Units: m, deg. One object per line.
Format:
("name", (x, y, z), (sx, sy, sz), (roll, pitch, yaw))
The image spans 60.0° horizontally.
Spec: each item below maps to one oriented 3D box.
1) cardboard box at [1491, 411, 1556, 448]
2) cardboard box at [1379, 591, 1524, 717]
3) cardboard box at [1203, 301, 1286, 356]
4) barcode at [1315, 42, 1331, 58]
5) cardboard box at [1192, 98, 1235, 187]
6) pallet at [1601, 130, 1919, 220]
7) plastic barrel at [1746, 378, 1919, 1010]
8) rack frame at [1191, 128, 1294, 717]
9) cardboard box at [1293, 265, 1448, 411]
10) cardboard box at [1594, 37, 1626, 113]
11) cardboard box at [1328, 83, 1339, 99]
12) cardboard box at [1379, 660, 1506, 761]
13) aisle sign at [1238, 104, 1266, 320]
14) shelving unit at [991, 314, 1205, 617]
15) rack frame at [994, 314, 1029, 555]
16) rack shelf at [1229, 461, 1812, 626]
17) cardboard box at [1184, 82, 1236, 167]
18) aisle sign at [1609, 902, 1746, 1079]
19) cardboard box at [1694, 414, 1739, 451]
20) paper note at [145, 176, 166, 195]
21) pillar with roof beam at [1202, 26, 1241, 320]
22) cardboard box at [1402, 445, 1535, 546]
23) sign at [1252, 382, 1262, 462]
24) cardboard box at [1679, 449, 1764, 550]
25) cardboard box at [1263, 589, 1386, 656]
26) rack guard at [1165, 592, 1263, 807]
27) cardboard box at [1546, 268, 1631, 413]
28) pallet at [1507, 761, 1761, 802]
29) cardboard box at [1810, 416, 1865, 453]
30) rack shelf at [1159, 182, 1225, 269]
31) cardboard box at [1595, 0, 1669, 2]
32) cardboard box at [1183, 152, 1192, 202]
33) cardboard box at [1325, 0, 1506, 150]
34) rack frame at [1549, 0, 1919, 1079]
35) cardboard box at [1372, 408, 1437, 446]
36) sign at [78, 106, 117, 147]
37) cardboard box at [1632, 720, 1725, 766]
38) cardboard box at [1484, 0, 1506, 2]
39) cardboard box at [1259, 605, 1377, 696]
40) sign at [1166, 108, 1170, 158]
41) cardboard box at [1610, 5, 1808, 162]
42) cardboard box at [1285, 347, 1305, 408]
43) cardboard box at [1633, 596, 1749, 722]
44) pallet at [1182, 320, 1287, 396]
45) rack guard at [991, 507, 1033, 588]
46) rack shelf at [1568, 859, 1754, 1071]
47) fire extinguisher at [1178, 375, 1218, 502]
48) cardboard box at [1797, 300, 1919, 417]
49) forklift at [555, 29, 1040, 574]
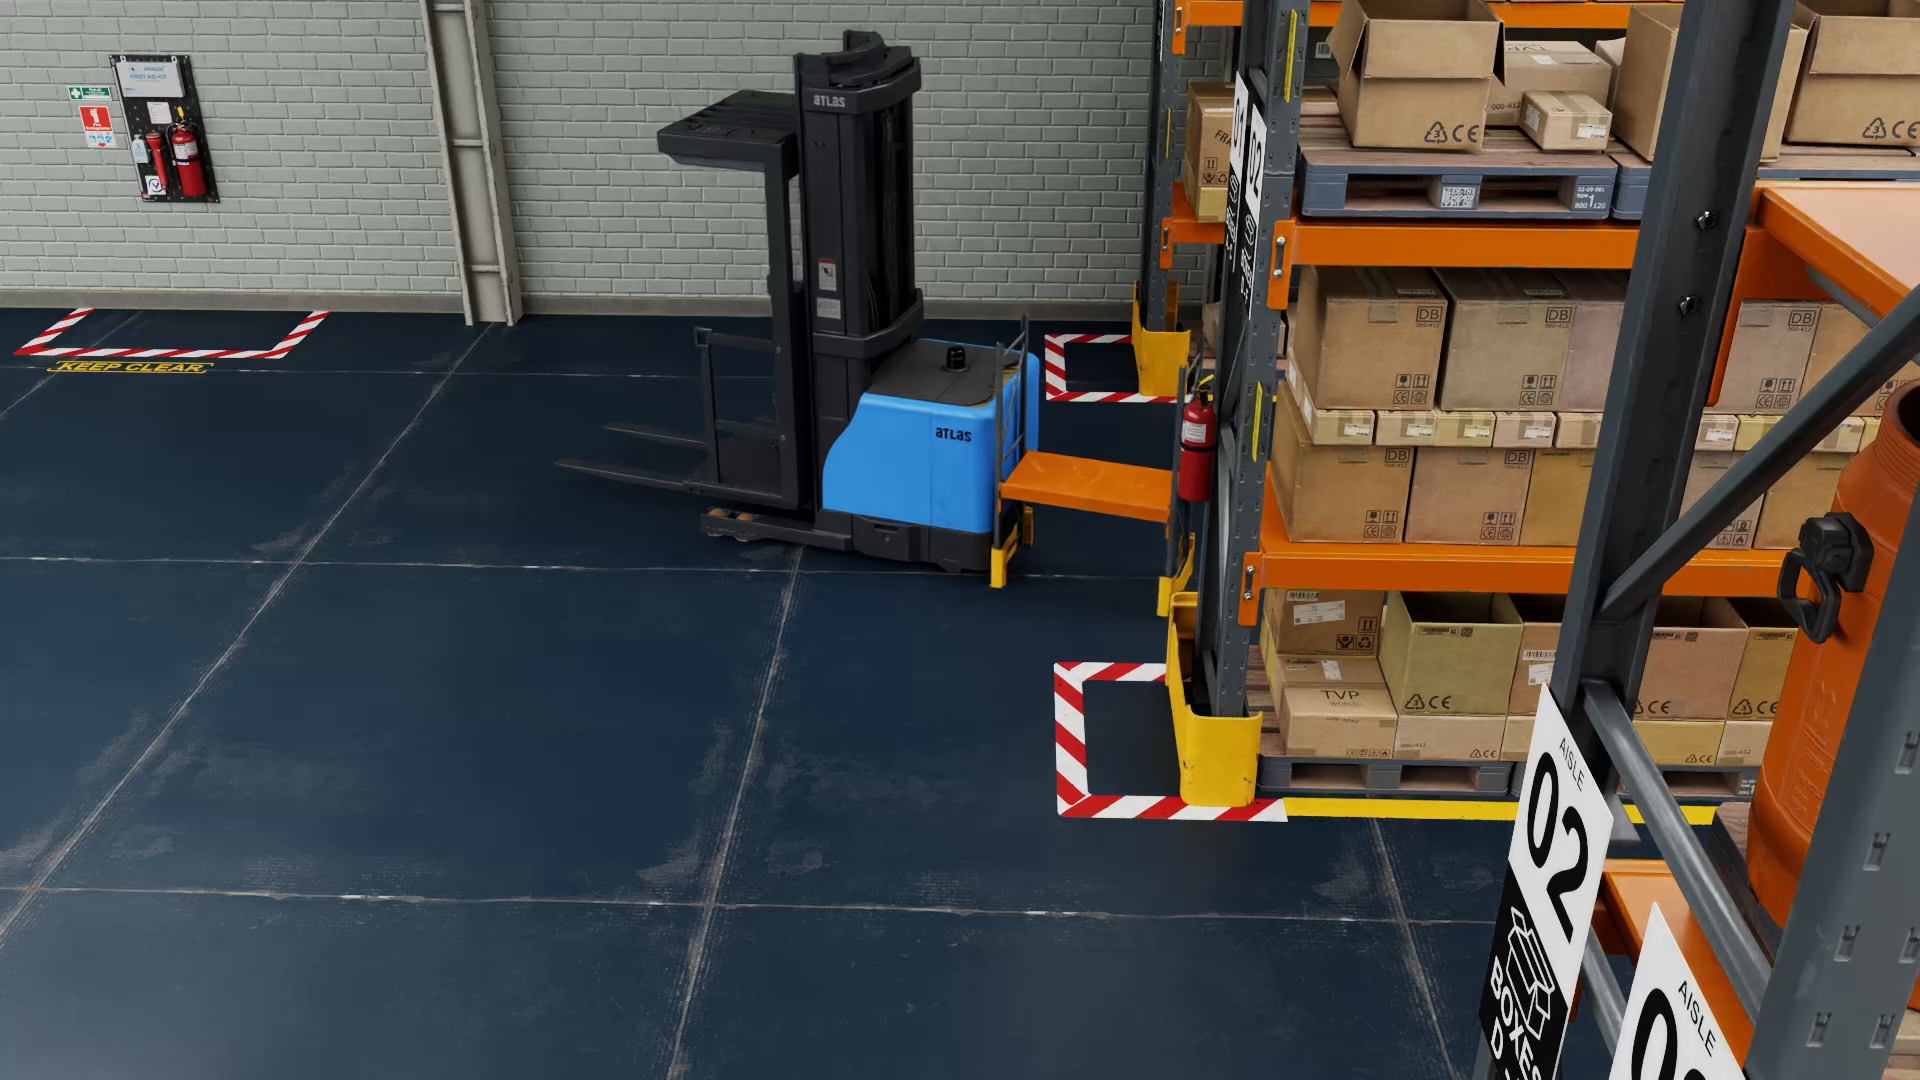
("cardboard box", (2.420, -0.547, 7.279), (0.250, 0.149, 0.380), (1, 28, 1))
("cardboard box", (2.298, 0.482, 7.825), (0.500, 0.500, 0.500), (1, 28, 2))
("cardboard box", (2.129, -1.608, 12.481), (0.500, 0.311, 0.500), (-2, 28, -4))
("barcode", (1.588, -2.139, 7.260), (0.075, 0.075, 0.001), (1, 28, 2))
("cardboard box", (1.907, -2.780, 11.630), (0.500, 0.500, 0.500), (1, 28, 2))
("pallet", (3.198, -1.580, 6.919), (1.213, 0.211, 1.003), (1, 28, 2))
("plastic barrel", (1.581, 0.230, 2.504), (0.708, 0.830, 0.600), (1, 28, 2))
("rack frame", (1.270, -0.336, 7.682), (0.127, 3.000, 1.000), (1, 28, 2))
("cardboard box", (1.789, -0.939, 7.327), (0.500, 0.500, 0.700), (1, 28, 2))
("cardboard box", (2.986, -1.965, 7.048), (0.500, 0.311, 0.500), (4, 28, 8))
("cardboard box", (2.939, -3.001, 12.047), (0.500, 0.500, 0.500), (0, 28, 0))
("cardboard box", (2.298, 0.813, 8.002), (0.500, 0.250, 0.500), (1, 28, 2))
("aisle sign", (1.193, -1.343, 6.804), (0.004, 0.787, 0.394), (1, 28, 2))
("shelving unit", (0.783, -0.435, 9.470), (1.083, 1.500, 0.587), (9, 29, 17))
("rack frame", (0.295, -0.516, 9.622), (0.032, 1.500, 0.500), (9, 29, 17))
("rack shelf", (3.268, 0.015, 7.788), (4.000, 0.370, 1.077), (1, 28, 2))
("cardboard box", (1.919, -3.021, 12.084), (0.500, 0.500, 0.500), (1, 28, 1))
("aisle sign", (1.009, 0.970, 2.443), (0.004, 0.787, 0.394), (1, 28, 2))
("cardboard box", (3.190, -0.534, 7.255), (0.250, 0.149, 0.380), (1, 28, 2))
("paper note", (-6.468, -2.852, 13.368), (0.142, 0.148, 0.016), (1, 28, 2))
("pillar with roof beam", (2.019, -3.684, 7.591), (0.400, 9.000, 9.100), (1, 28, 2))
("cardboard box", (2.261, -0.360, 7.620), (0.500, 0.500, 0.700), (2, 28, 3))
("sign", (1.244, -0.494, 6.970), (0.005, 0.325, 0.100), (1, 28, 2))
("cardboard box", (3.283, -0.342, 7.587), (0.500, 0.500, 0.700), (2, 28, 3))
("cardboard box", (1.816, 0.231, 8.298), (0.500, 0.500, 0.500), (1, 28, 2))
("rack guard", (1.246, 0.768, 8.268), (0.348, 0.500, 1.175), (1, 28, 2))
("cardboard box", (2.818, -0.925, 7.300), (0.500, 0.500, 0.700), (1, 28, 2))
("pallet", (3.252, 0.910, 8.307), (1.213, 0.211, 1.003), (1, 28, 2))
("cardboard box", (3.719, -0.527, 7.242), (0.250, 0.149, 0.380), (2, 28, 3))
("rack shelf", (3.440, -2.304, 12.162), (4.000, 0.370, 1.077), (1, 28, 2))
("cardboard box", (4.420, -3.874, 11.025), (0.500, 0.500, 0.500), (-1, 28, -3))
("cardboard box", (1.915, -2.681, 12.243), (0.500, 0.250, 0.500), (1, 28, 3))
("cardboard box", (1.844, -1.943, 6.802), (0.637, 0.503, 0.797), (3, 28, 5))
("rack frame", (1.091, -0.668, 1.903), (0.127, 3.000, 1.000), (1, 28, 2))
("cardboard box", (1.918, -0.557, 7.298), (0.250, 0.149, 0.380), (0, 28, 0))
("sign", (-6.843, -3.279, 13.196), (0.234, 0.329, 0.001), (1, 28, 2))
("cardboard box", (3.297, 0.832, 7.966), (0.500, 0.250, 0.500), (1, 28, 2))
("cardboard box", (3.357, -3.880, 11.035), (0.500, 0.500, 0.500), (3, 28, 5))
("cardboard box", (1.816, 0.564, 8.471), (0.500, 0.250, 0.500), (1, 28, 2))
("sign", (1.422, -2.783, 11.374), (0.005, 0.325, 0.100), (1, 28, 2))
("cardboard box", (2.920, -1.798, 6.531), (0.500, 0.500, 0.500), (1, 28, 2))
("cardboard box", (1.658, -0.750, 7.663), (0.250, 0.149, 0.380), (0, 28, 1))
("cardboard box", (3.297, 0.501, 7.789), (0.500, 0.500, 0.500), (1, 28, 2))
("pallet", (2.327, -1.392, 12.650), (1.213, 0.211, 1.003), (1, 28, 2))
("rack guard", (0.313, 0.039, 9.909), (0.087, 0.250, 0.587), (9, 29, 17))
("rack shelf", (3.090, 1.008, 2.712), (4.000, 0.370, 1.077), (1, 28, 2))
("fire extinguisher", (1.168, -0.521, 8.114), (0.183, 0.674, 0.296), (1, 28, 2))
("cardboard box", (3.818, -0.908, 7.269), (0.500, 0.500, 0.700), (1, 28, 2))
("forklift", (-1.075, -1.505, 9.960), (3.031, 2.935, 1.130), (9, 29, 17))
